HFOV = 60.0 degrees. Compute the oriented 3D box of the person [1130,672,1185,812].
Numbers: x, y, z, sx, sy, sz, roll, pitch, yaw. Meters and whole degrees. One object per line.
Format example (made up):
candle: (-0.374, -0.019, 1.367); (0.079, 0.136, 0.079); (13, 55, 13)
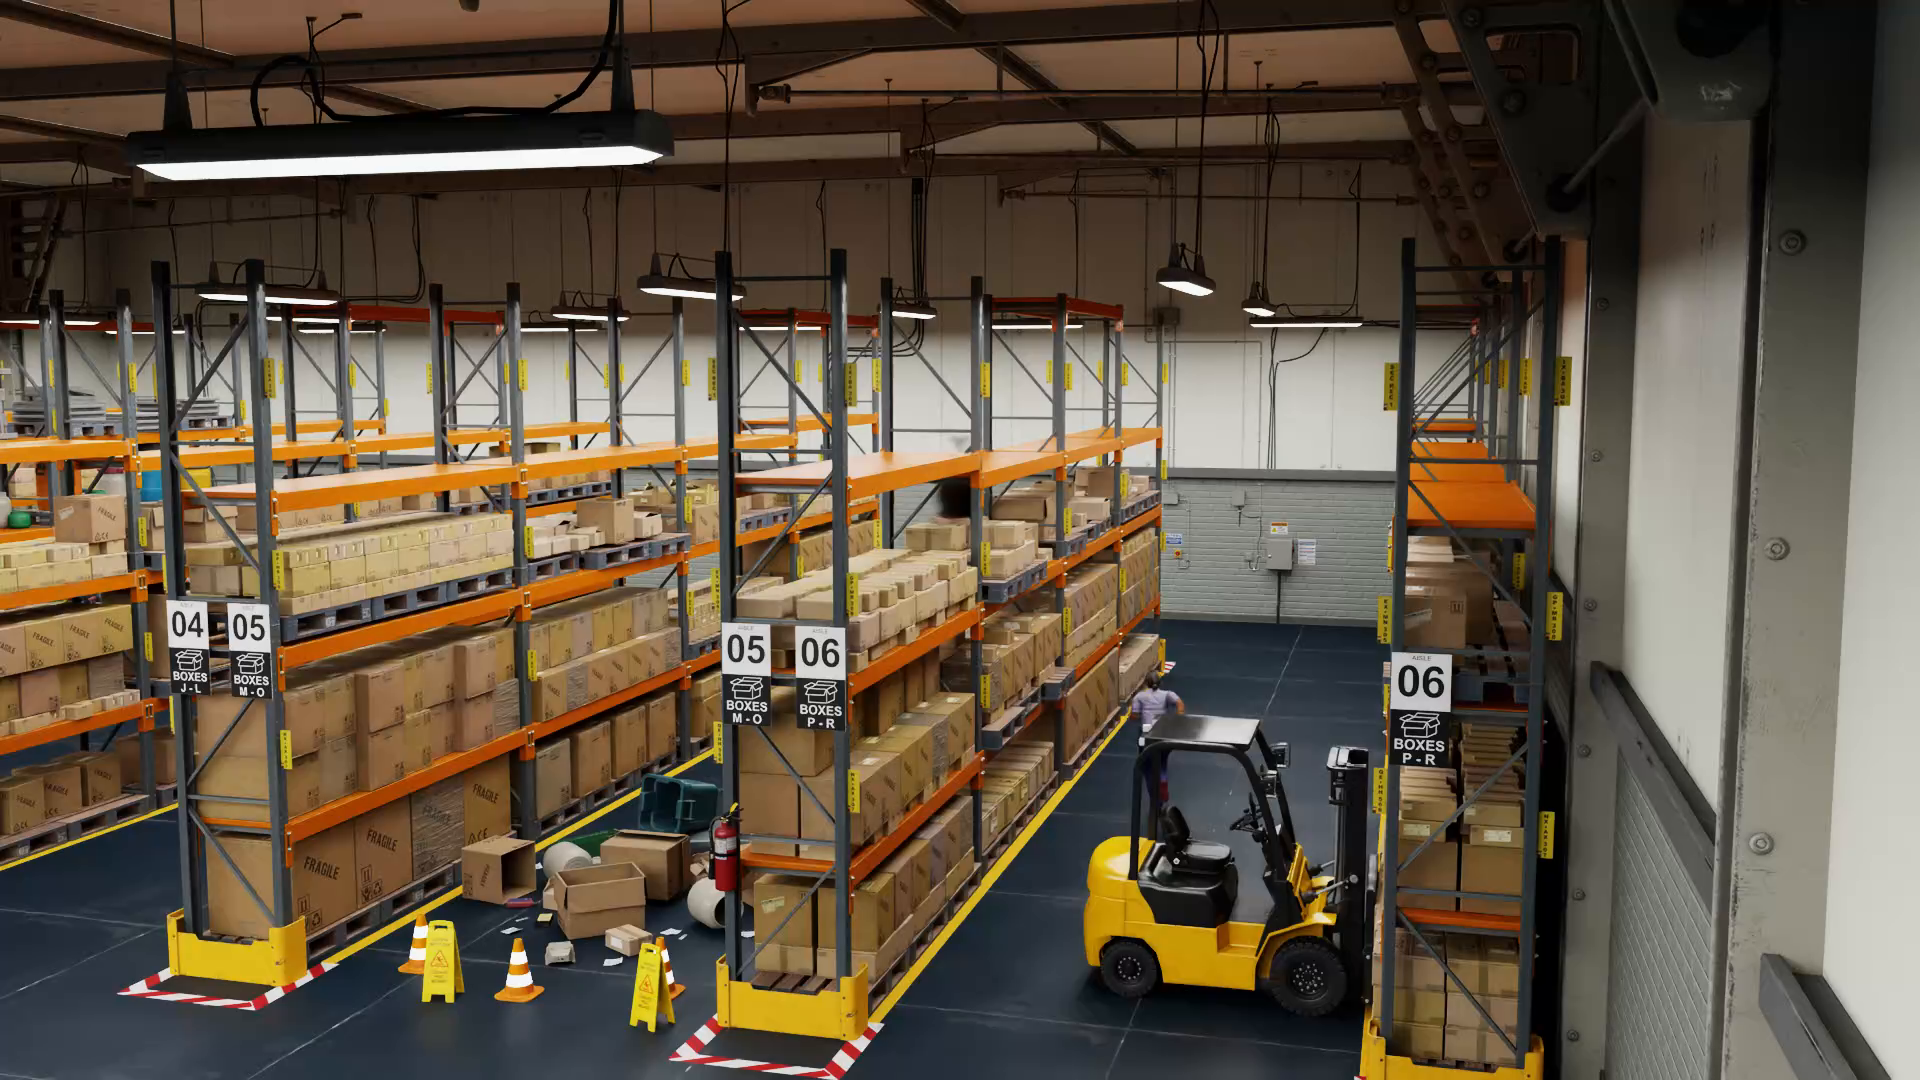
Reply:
person: (2.281, 2.343, 19.332); (0.598, 1.555, 0.792); (0, 6, -2)
